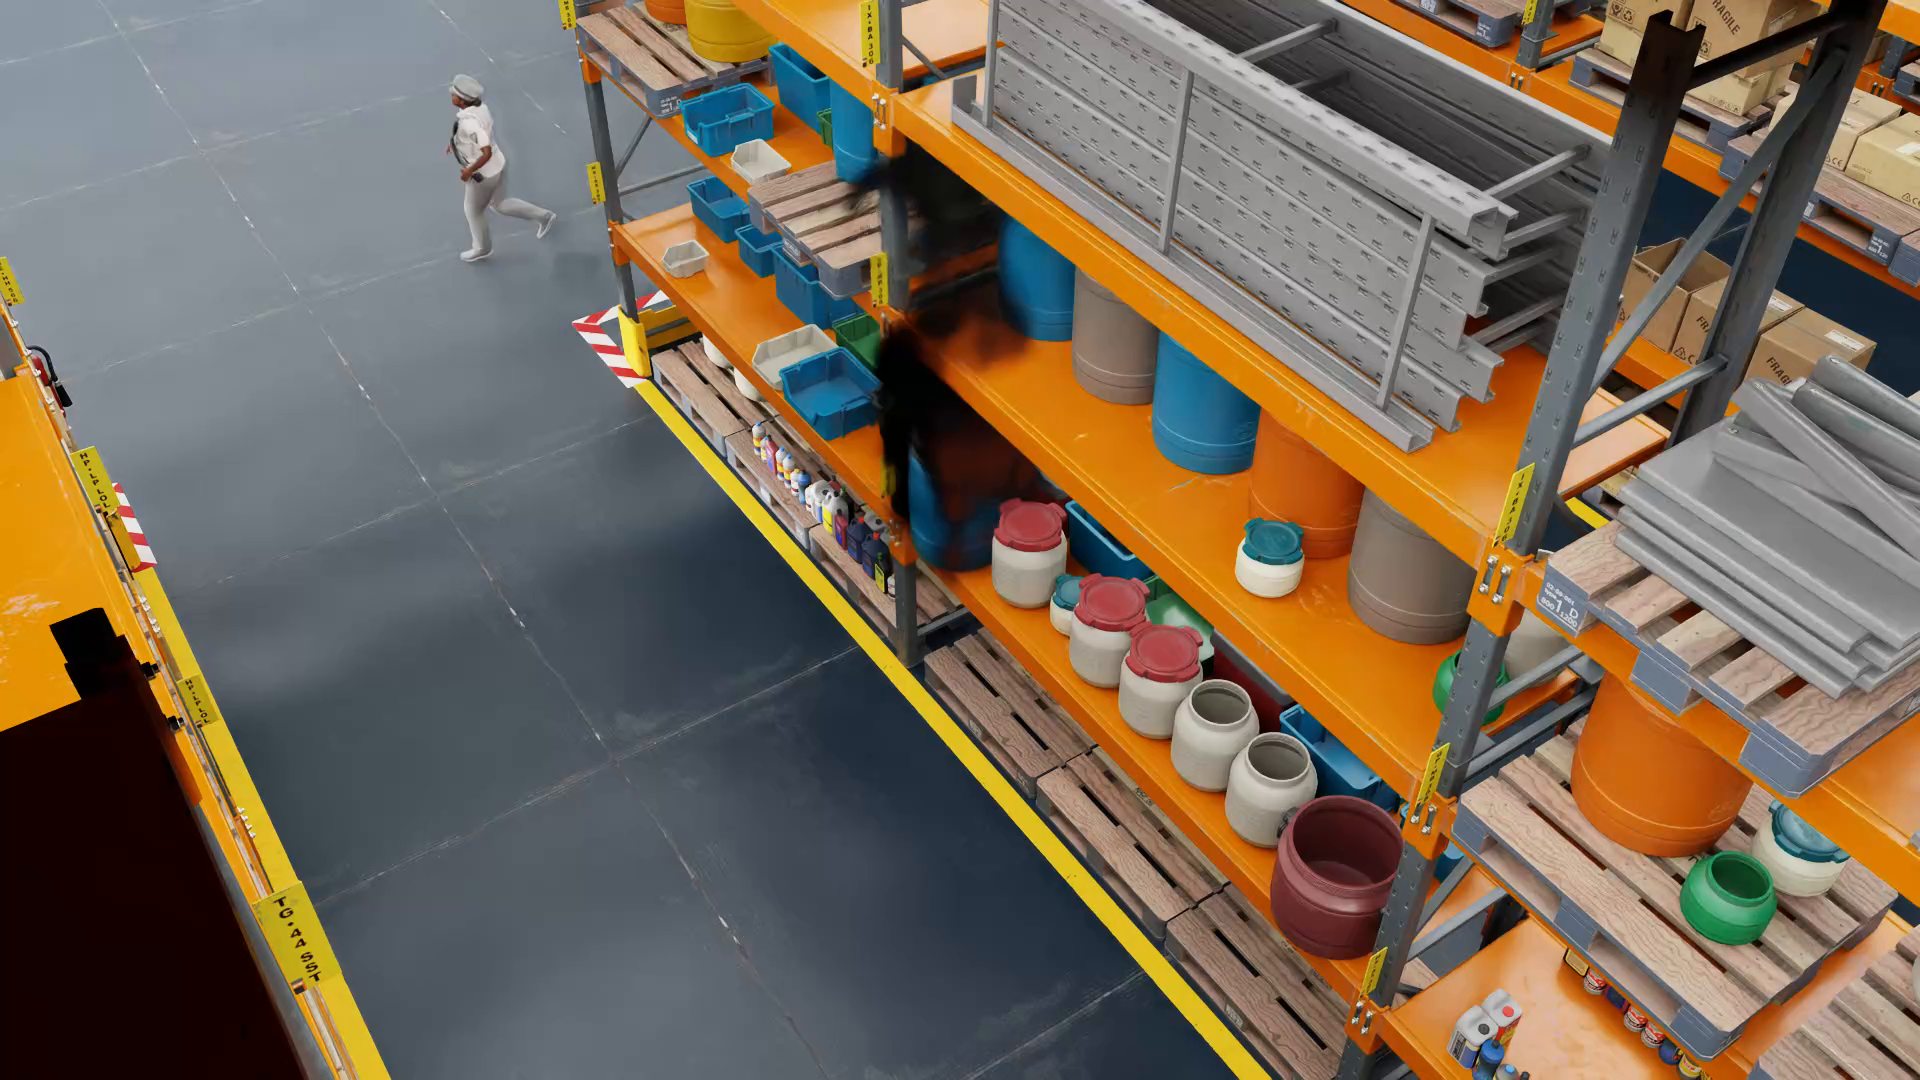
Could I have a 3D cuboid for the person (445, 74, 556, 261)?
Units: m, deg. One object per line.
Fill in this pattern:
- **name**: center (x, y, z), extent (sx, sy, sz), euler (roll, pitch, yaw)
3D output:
- **person**: center (-3.907, -3.071, 13.875), extent (0.859, 1.701, 0.588), euler (0, 43, 0)
